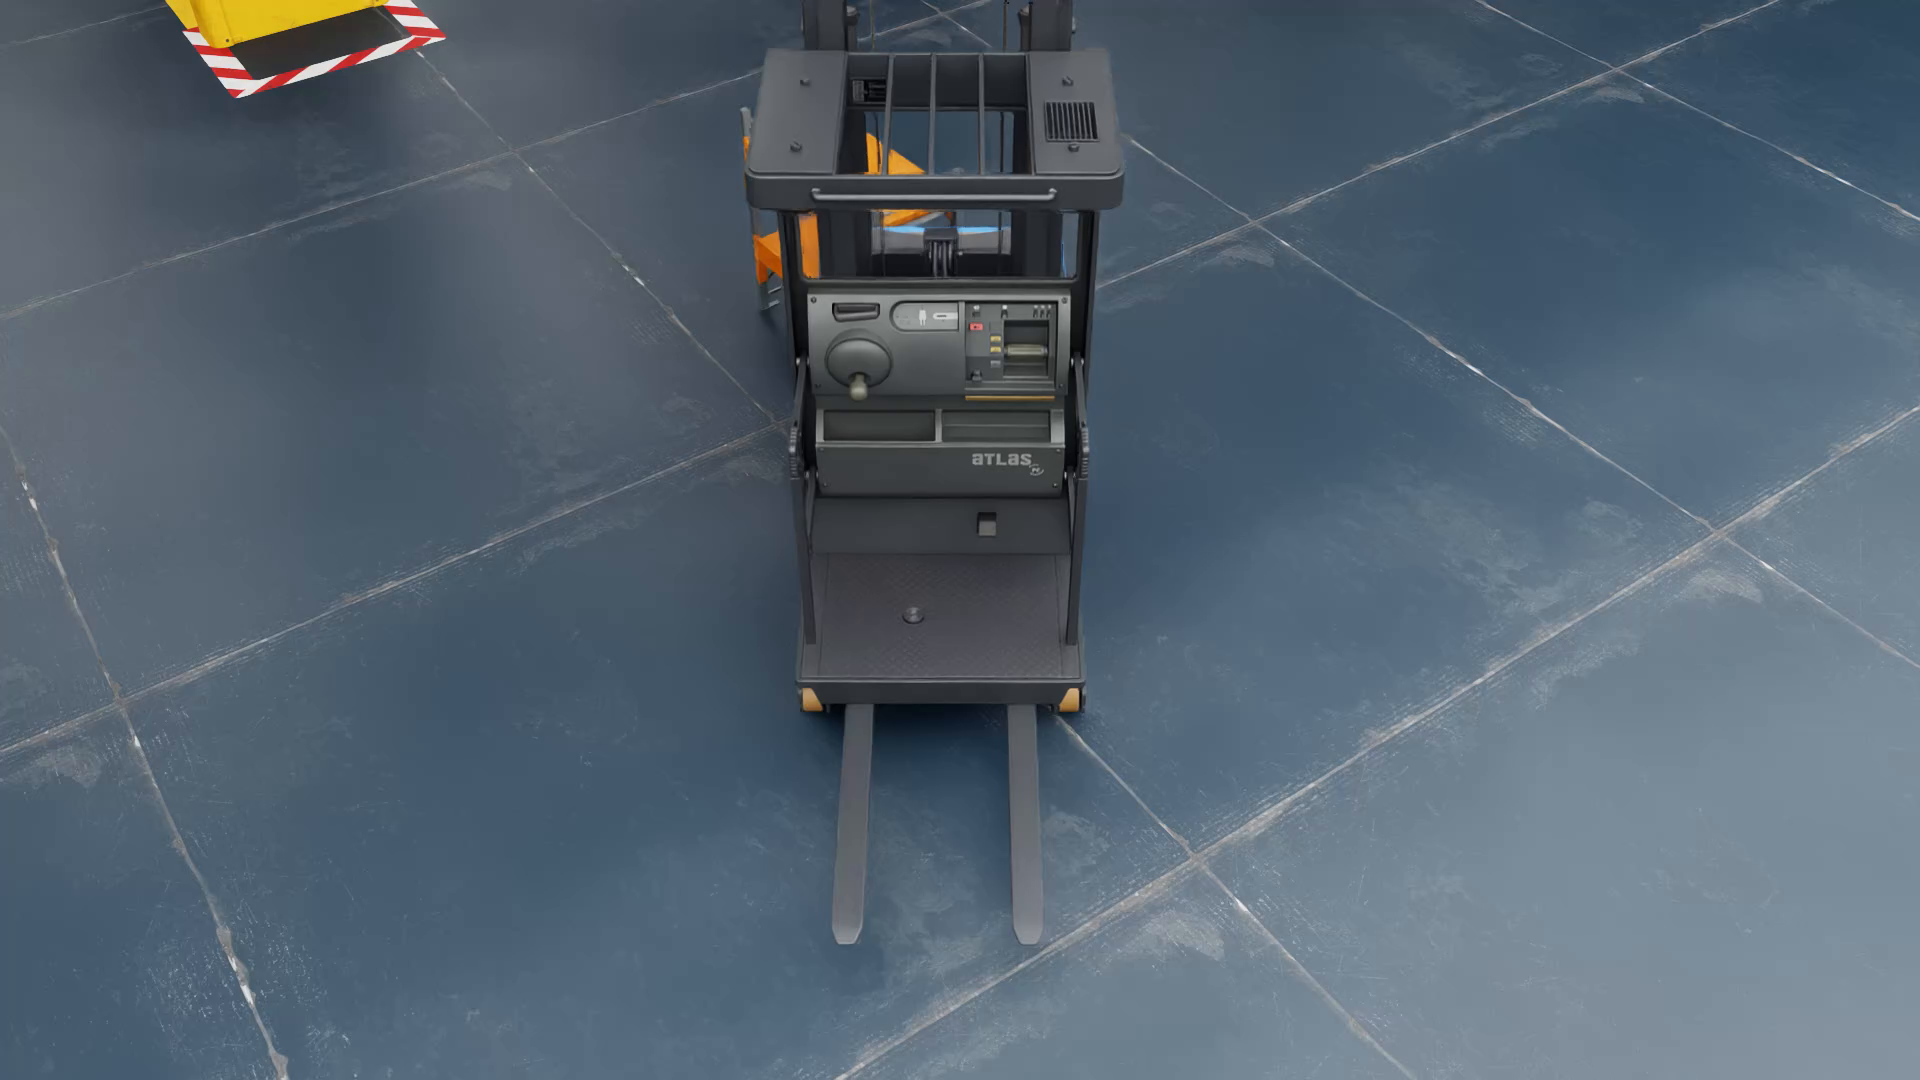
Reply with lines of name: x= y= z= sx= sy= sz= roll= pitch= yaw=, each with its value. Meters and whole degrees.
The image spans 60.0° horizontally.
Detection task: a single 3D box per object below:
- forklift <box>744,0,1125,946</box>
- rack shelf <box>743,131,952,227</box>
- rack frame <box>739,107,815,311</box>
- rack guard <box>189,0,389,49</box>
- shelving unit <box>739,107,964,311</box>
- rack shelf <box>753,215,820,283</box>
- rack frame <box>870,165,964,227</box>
forklift: x=-0.072 y=-0.604 z=5.751 sx=1.130 sy=2.935 sz=3.031 roll=0 pitch=44 yaw=0
rack shelf: x=-0.503 y=-1.623 z=7.702 sx=0.538 sy=0.278 sz=1.000 roll=-29 pitch=51 yaw=-27
rack frame: x=-0.818 y=-1.686 z=8.193 sx=0.500 sy=1.125 sz=0.032 roll=-29 pitch=51 yaw=-27
rack guard: x=-4.316 y=-3.590 z=10.640 sx=1.175 sy=0.500 sz=0.348 roll=-26 pitch=49 yaw=-24
shelving unit: x=-0.503 y=-1.411 z=7.904 sx=0.538 sy=1.125 sz=1.048 roll=-29 pitch=51 yaw=-27
rack shelf: x=-0.503 y=-1.234 z=8.073 sx=0.538 sy=0.278 sz=1.000 roll=-29 pitch=51 yaw=-27
rack frame: x=-0.188 y=-1.135 z=7.616 sx=0.500 sy=1.125 sz=0.032 roll=-29 pitch=51 yaw=-27
